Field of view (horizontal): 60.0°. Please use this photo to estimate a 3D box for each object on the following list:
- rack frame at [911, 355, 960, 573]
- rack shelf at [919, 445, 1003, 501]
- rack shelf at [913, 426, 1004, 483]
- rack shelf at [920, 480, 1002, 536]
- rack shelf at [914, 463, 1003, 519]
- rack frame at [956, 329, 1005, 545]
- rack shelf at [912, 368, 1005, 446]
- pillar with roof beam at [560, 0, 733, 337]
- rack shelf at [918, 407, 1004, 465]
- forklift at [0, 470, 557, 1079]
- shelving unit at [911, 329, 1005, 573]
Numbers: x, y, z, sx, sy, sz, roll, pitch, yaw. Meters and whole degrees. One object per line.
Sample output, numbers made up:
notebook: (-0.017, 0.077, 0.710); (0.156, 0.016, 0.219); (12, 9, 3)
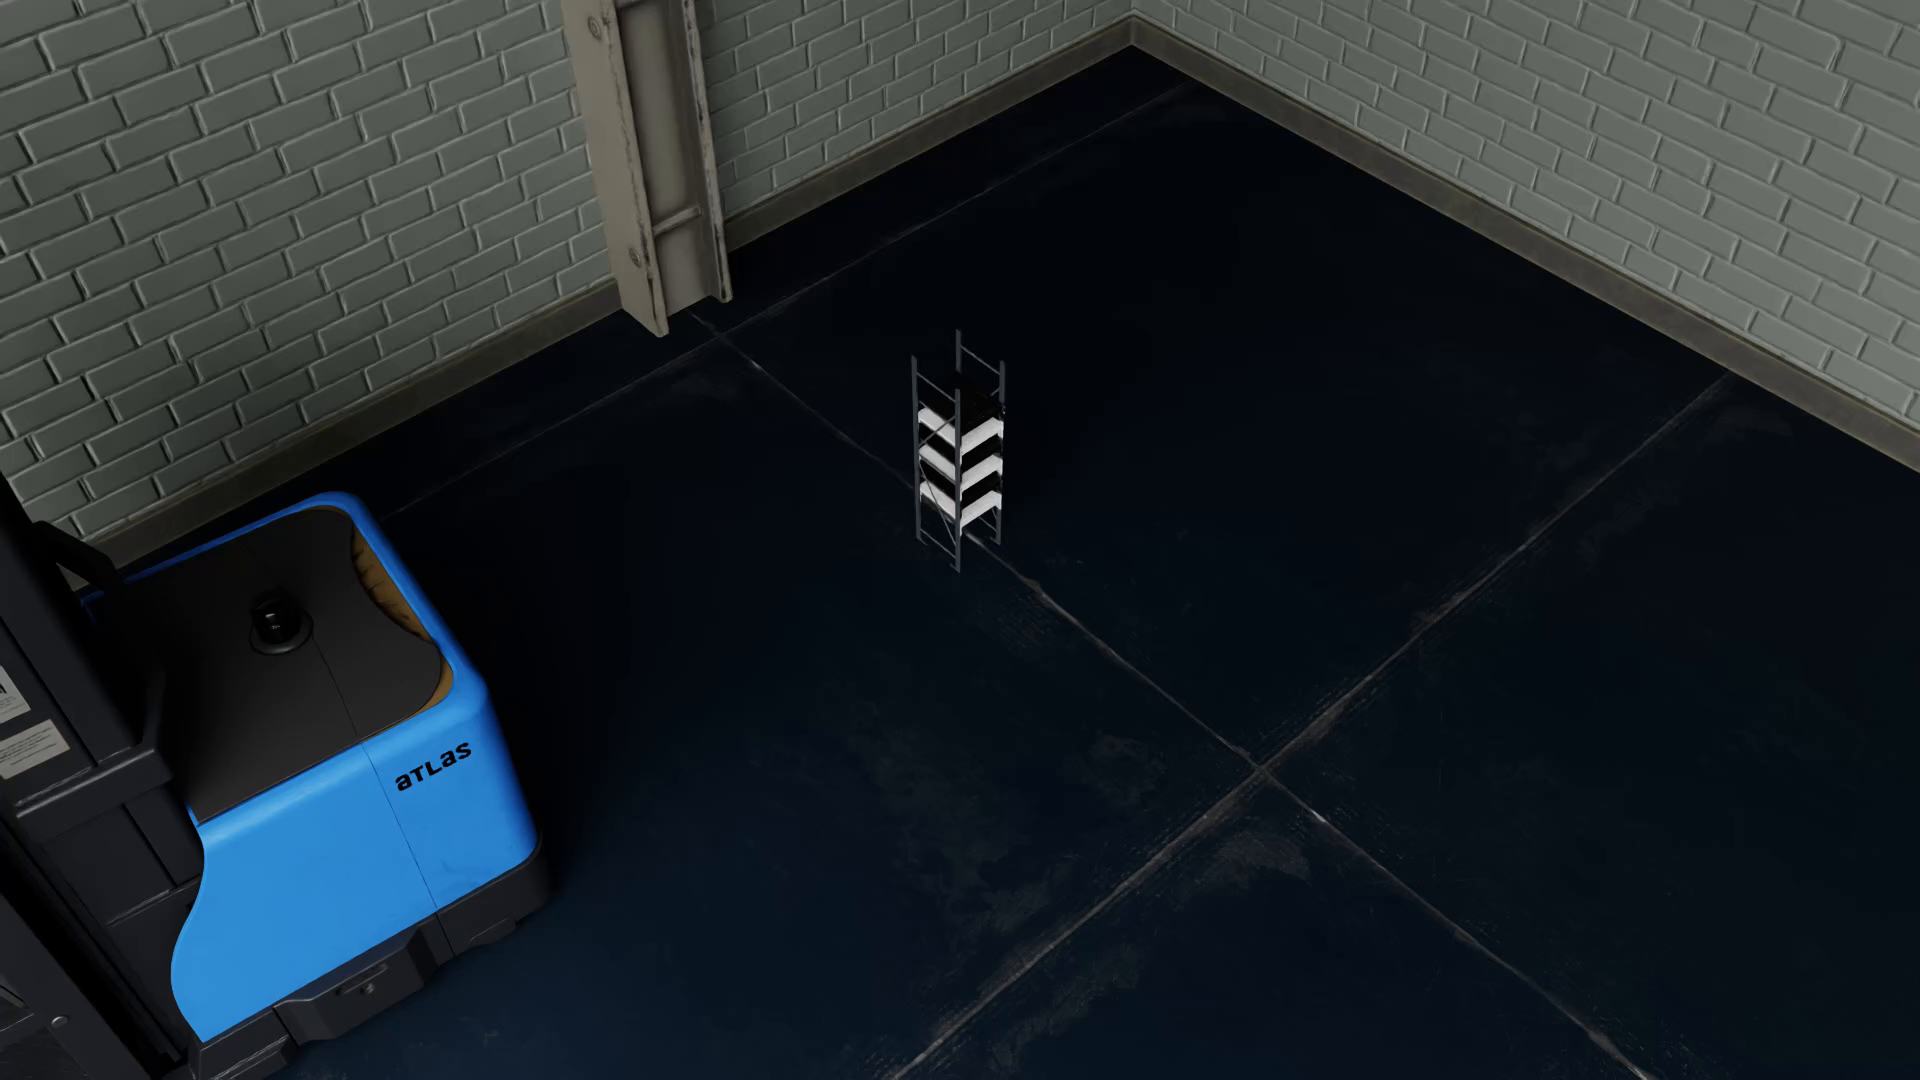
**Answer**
rack frame: (-0.081, -0.251, 5.869); (0.006, 0.900, 0.240); (-34, 56, -27)
rack shelf: (-0.006, -0.279, 5.940); (0.200, 0.077, 0.258); (-34, 56, -27)
rack shelf: (-0.006, -0.340, 5.874); (0.200, 0.077, 0.258); (-34, 56, -27)
rack shelf: (-0.006, -0.156, 6.072); (0.200, 0.077, 0.258); (-34, 56, -27)
rack shelf: (-0.006, -0.218, 6.006); (0.200, 0.077, 0.258); (-34, 56, -27)
rack frame: (0.069, -0.351, 5.962); (0.006, 0.900, 0.240); (-34, 56, -27)
rack shelf: (-0.006, -0.462, 5.742); (0.200, 0.077, 0.258); (-34, 56, -27)
pillar with roof beam: (1.666, -1.747, 1.739); (0.400, 9.000, 9.100); (-34, 56, -27)
rack shelf: (-0.006, -0.401, 5.808); (0.200, 0.077, 0.258); (-34, 56, -27)
forklift: (-2.742, 0.490, 3.803); (3.031, 2.935, 1.130); (-28, 53, -24)
shelving unit: (-0.006, -0.301, 5.916); (0.210, 0.900, 0.258); (-34, 56, -27)
